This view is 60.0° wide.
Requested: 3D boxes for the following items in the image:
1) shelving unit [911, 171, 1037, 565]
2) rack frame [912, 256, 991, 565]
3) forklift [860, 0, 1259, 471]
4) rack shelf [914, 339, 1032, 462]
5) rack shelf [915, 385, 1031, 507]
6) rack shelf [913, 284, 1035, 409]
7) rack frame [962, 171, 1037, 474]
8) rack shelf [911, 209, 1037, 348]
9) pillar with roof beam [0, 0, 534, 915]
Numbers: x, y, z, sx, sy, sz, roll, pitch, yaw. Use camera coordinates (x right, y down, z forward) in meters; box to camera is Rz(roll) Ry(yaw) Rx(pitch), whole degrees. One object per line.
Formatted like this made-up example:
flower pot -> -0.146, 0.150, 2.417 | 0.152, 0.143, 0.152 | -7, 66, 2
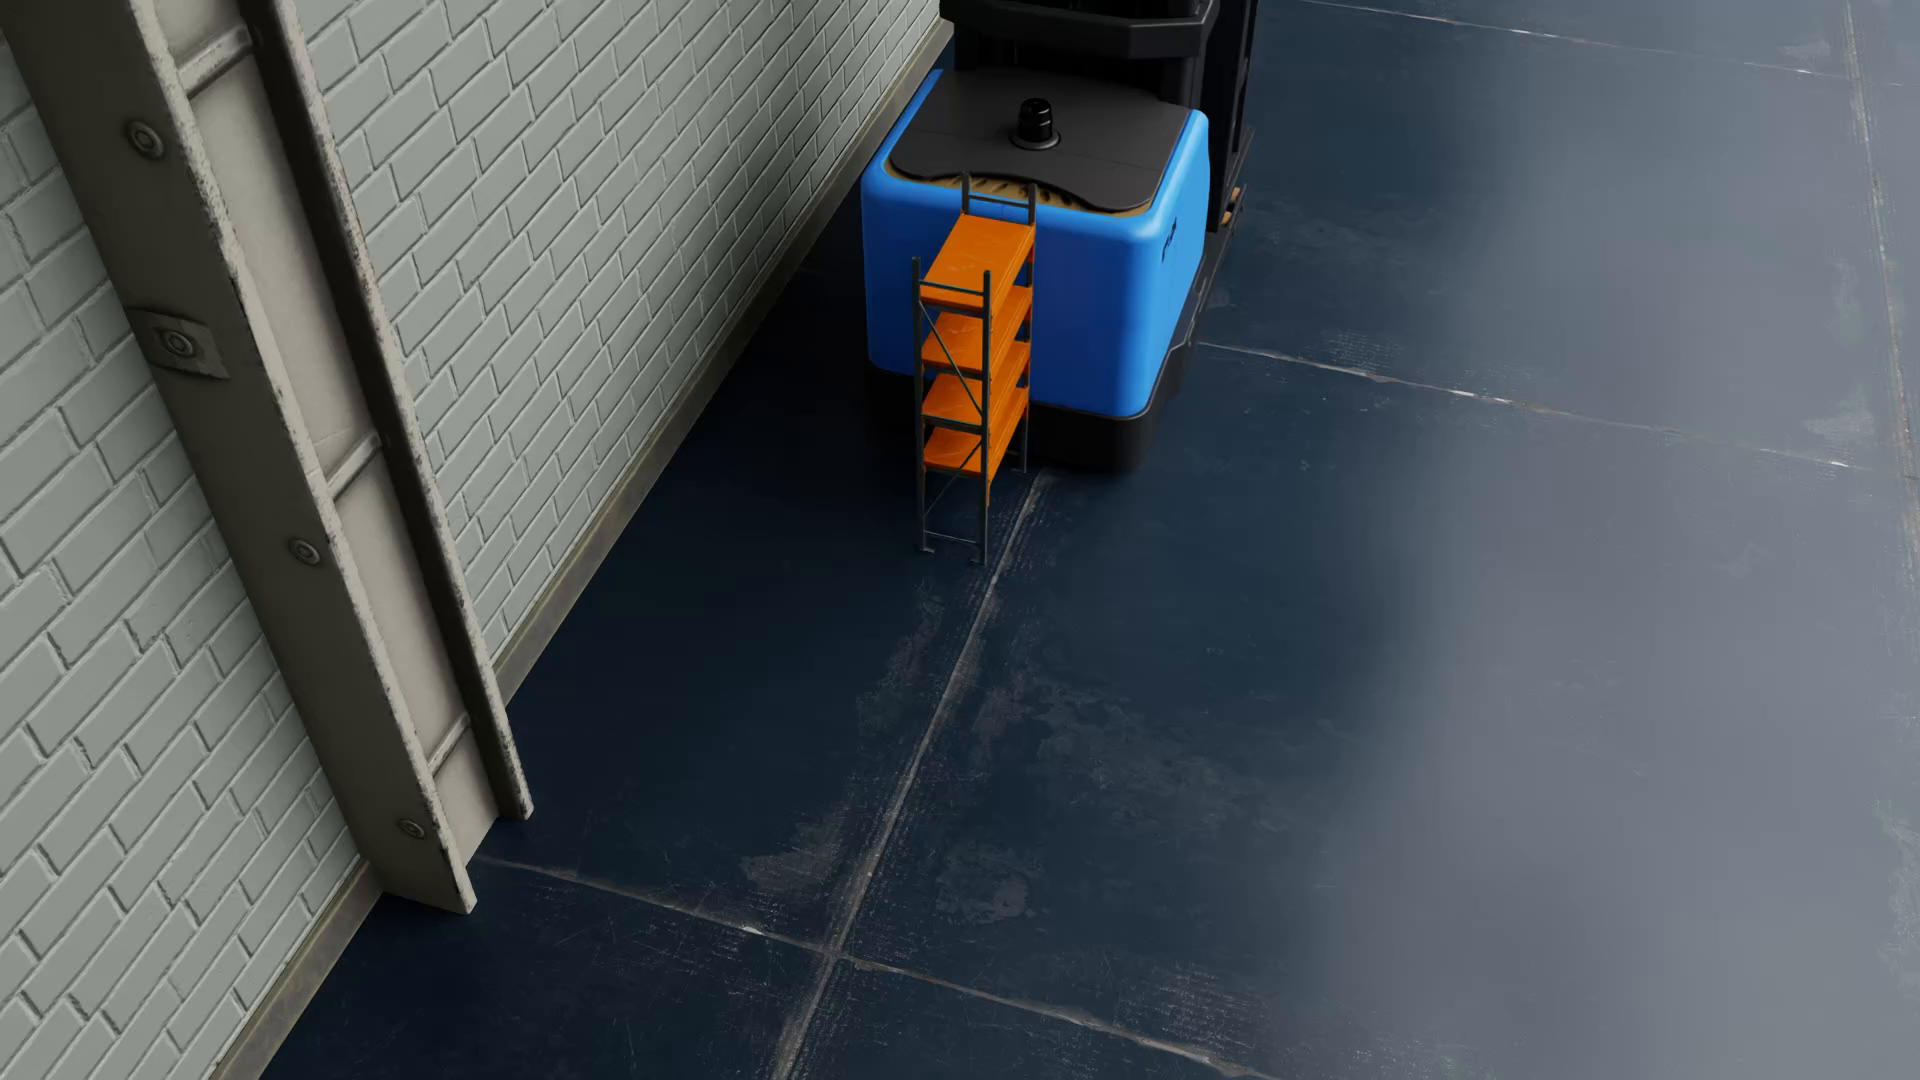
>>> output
shelving unit -> 0.048, -0.536, 5.439 | 0.258, 1.200, 0.503 | 13, 46, 13
rack frame -> -0.026, -0.374, 5.272 | 0.240, 1.200, 0.015 | 13, 46, 13
forklift -> 0.588, -2.340, 6.046 | 1.130, 2.935, 3.031 | 13, 46, 13
rack shelf -> 0.048, -0.488, 5.486 | 0.258, 0.148, 0.480 | 13, 46, 13
rack shelf -> 0.048, -0.345, 5.624 | 0.258, 0.148, 0.480 | 13, 46, 13
rack shelf -> 0.049, -0.648, 5.329 | 0.258, 0.148, 0.480 | 13, 46, 13
rack frame -> 0.122, -0.698, 5.605 | 0.240, 1.200, 0.015 | 13, 46, 13
rack shelf -> 0.049, -0.817, 5.164 | 0.258, 0.148, 0.480 | 13, 46, 13
pillar with roof beam -> 2.634, -1.414, 0.761 | 9.100, 9.000, 0.400 | 13, 46, 13
